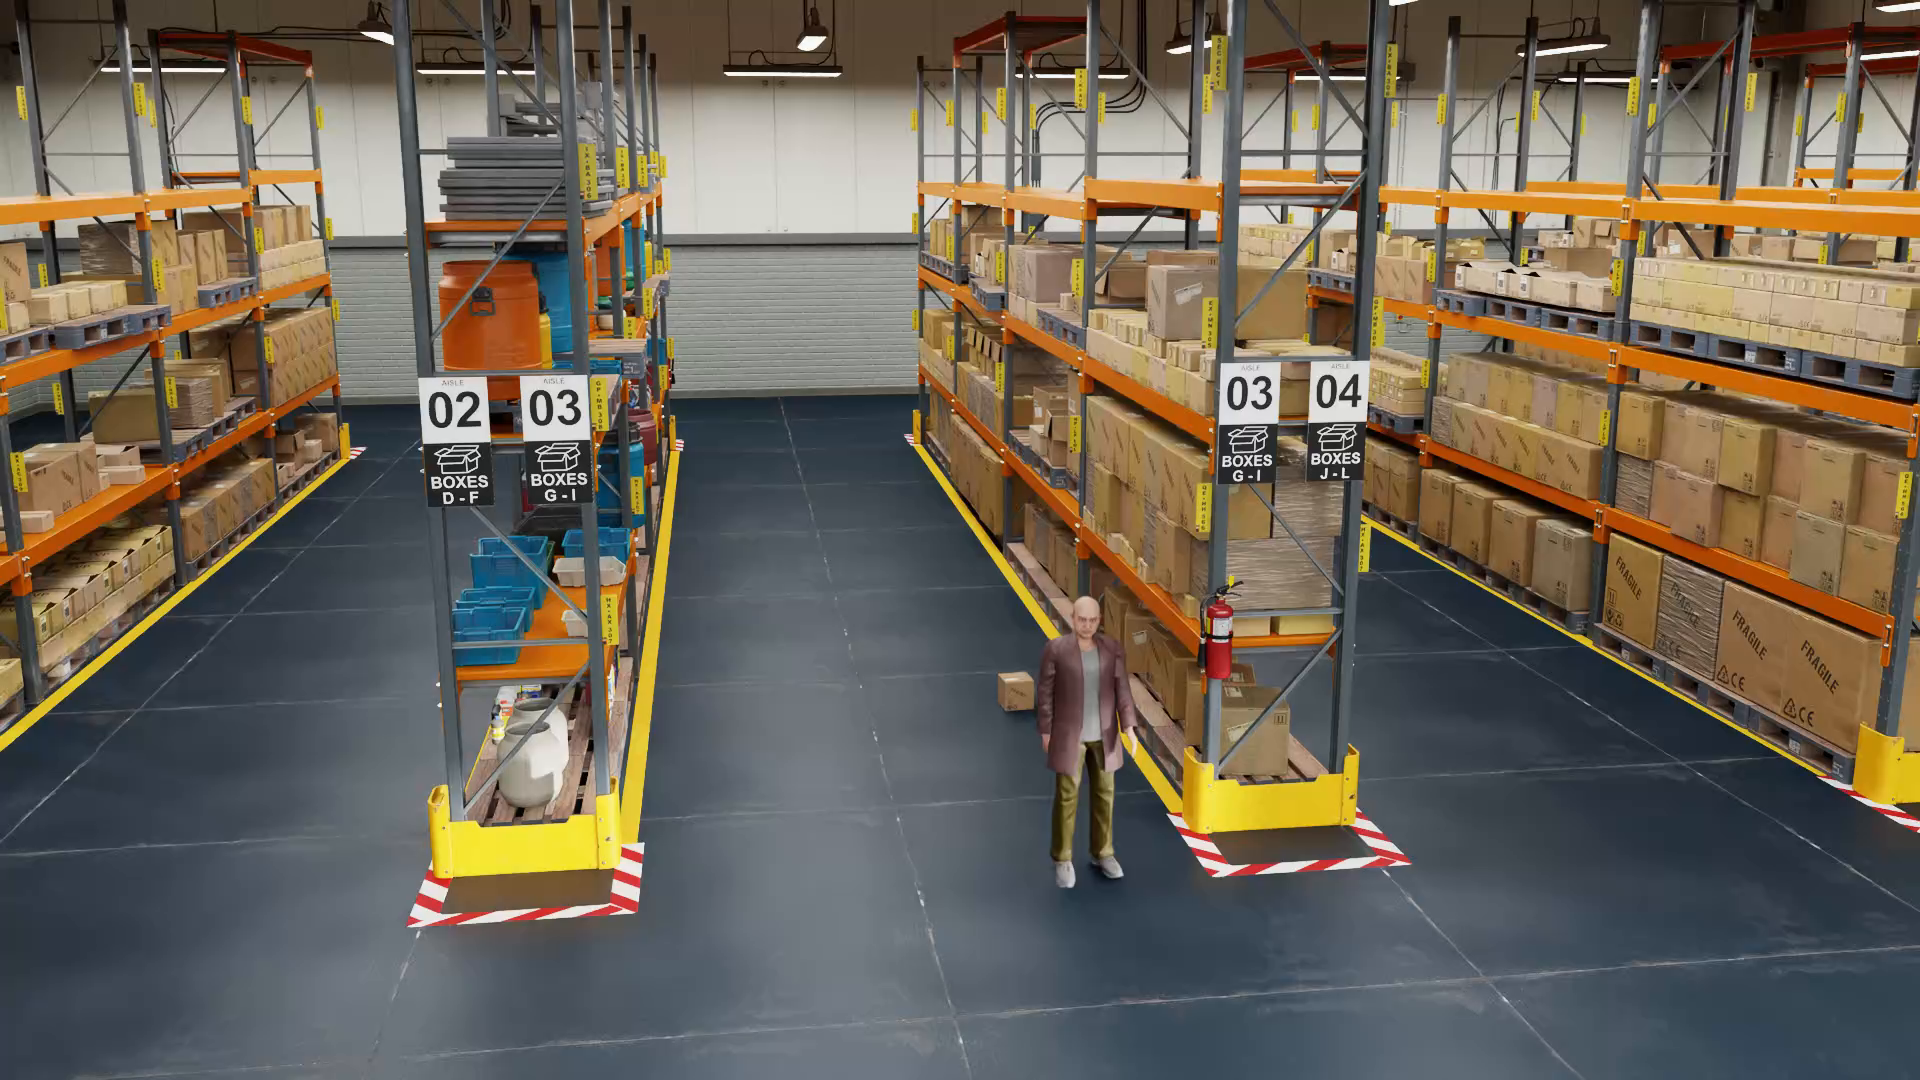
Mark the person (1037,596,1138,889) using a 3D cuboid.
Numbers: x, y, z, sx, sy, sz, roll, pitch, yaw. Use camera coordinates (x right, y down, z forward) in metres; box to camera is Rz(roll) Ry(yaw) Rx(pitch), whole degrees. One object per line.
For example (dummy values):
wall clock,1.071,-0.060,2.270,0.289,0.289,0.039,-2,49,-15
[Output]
person,0.813,1.260,10.490,0.591,1.806,0.490,-3,13,-14
